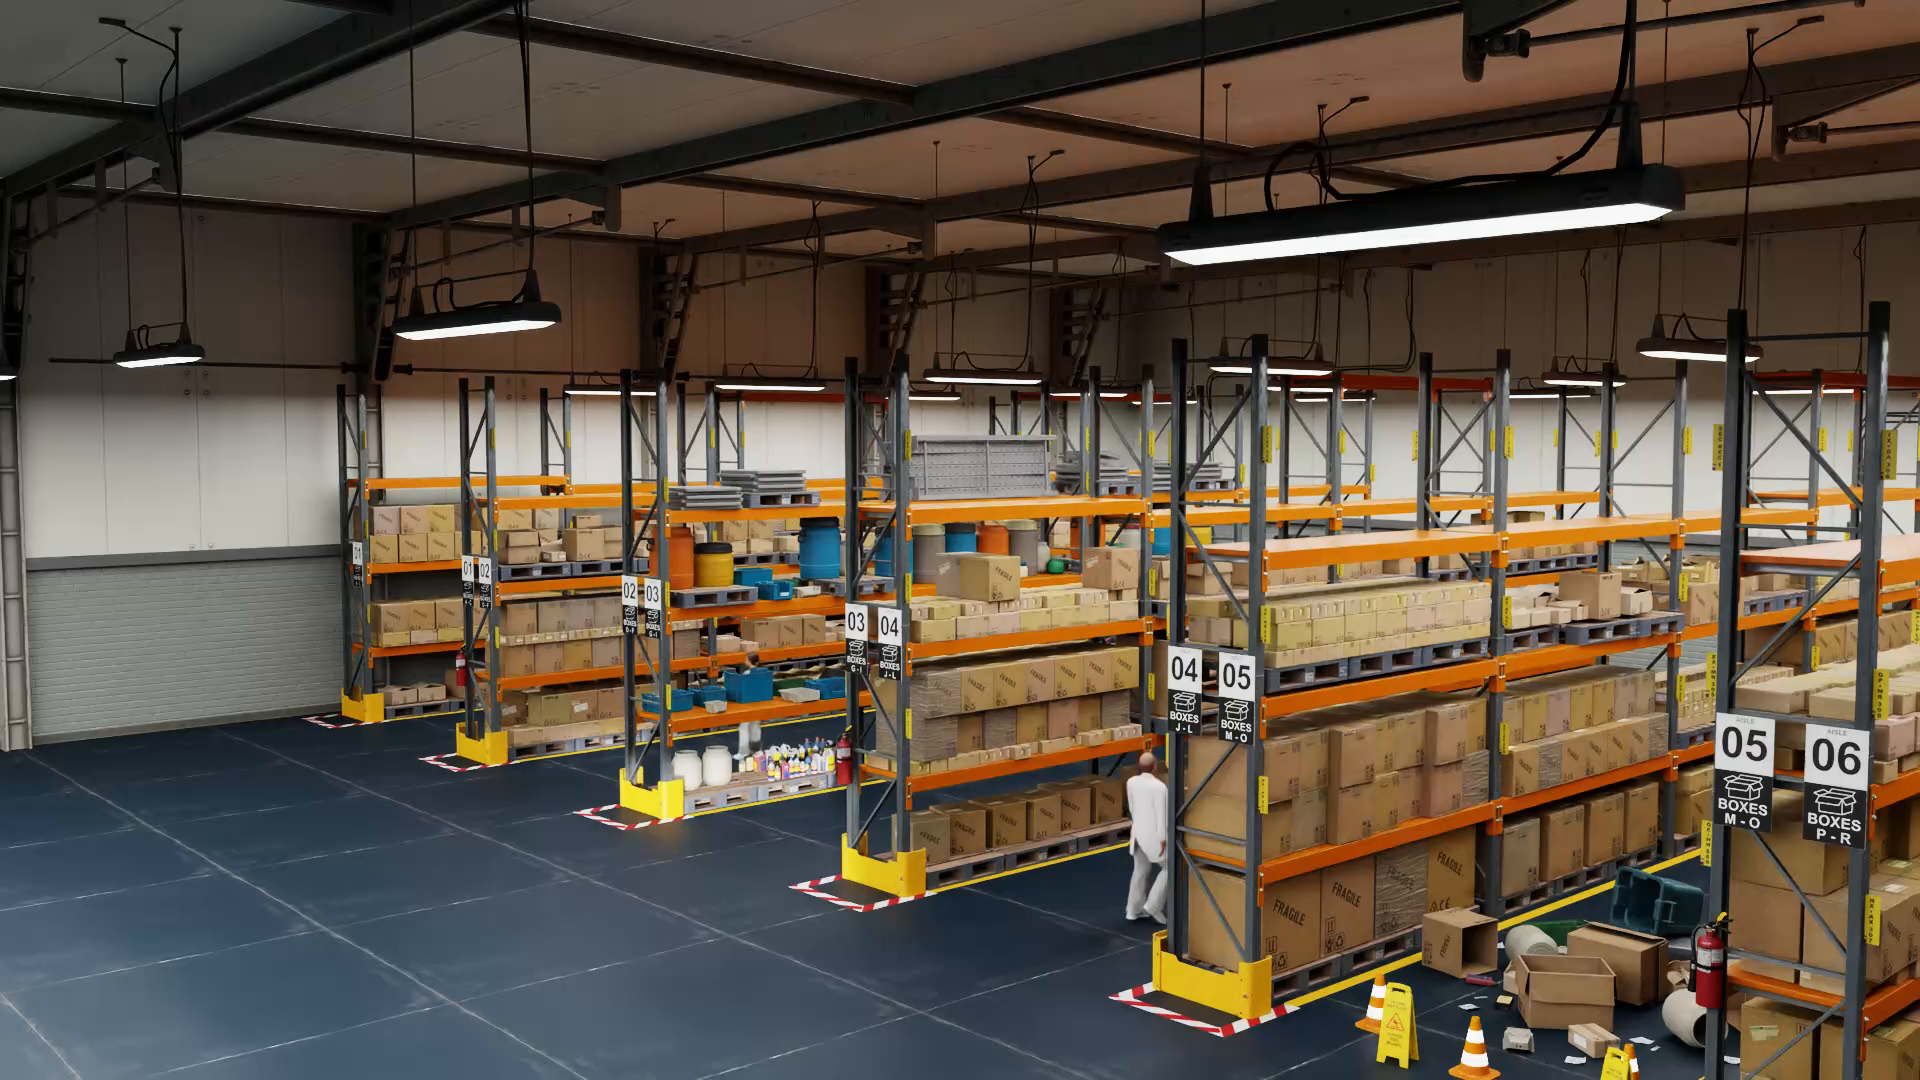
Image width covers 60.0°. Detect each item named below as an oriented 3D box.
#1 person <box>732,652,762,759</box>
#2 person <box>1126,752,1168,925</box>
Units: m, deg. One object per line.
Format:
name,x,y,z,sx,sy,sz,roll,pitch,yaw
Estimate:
person,-3.326,2.607,26.277,0.413,1.688,0.468,2,4,33
person,2.009,3.141,17.467,0.521,1.834,0.627,-1,4,-17
